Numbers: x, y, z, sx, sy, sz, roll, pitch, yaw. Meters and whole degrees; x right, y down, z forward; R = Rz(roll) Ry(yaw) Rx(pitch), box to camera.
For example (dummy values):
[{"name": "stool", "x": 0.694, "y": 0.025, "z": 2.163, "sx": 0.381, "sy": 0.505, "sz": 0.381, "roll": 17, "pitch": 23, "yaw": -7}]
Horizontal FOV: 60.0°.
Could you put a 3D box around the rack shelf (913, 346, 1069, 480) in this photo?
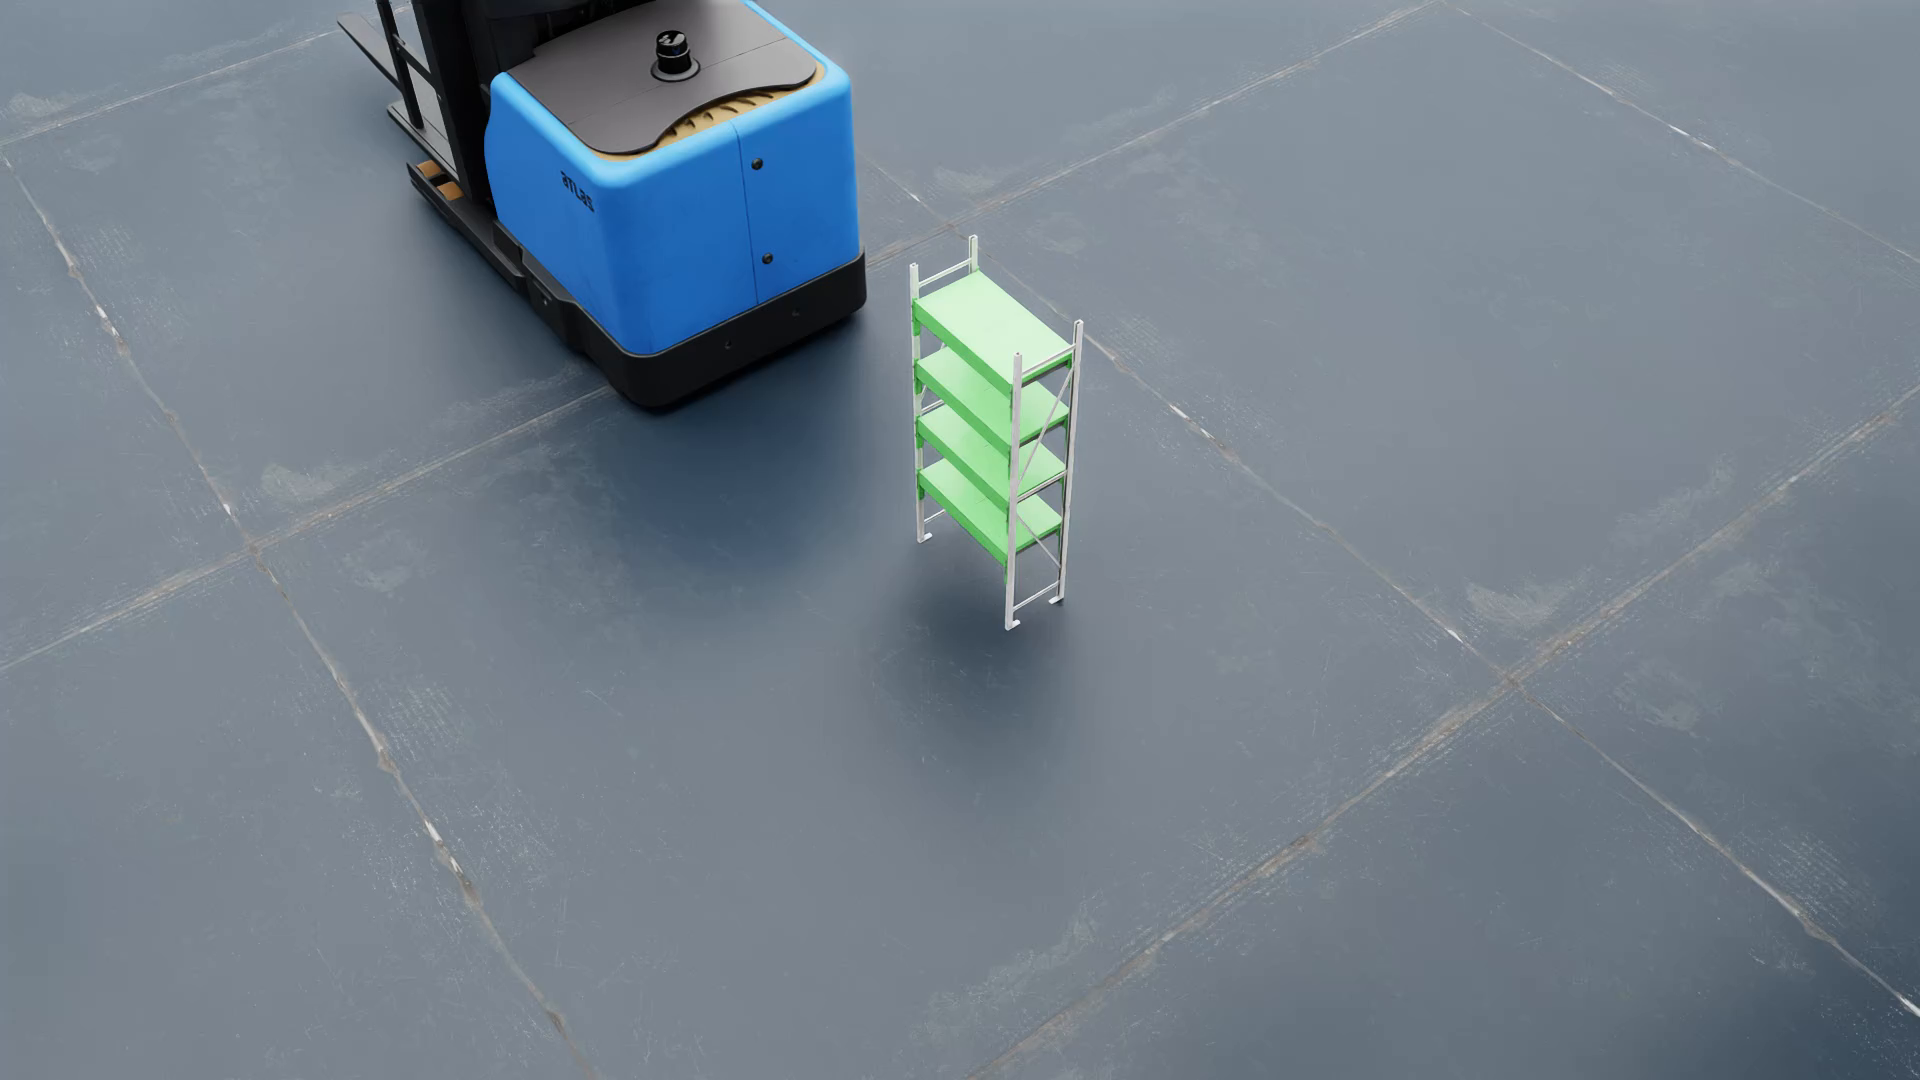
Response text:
[{"name": "rack shelf", "x": 0.100, "y": -0.424, "z": 5.087, "sx": 0.258, "sy": 0.148, "sz": 0.480, "roll": -29, "pitch": 54, "yaw": -24}]

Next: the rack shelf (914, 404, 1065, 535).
[{"name": "rack shelf", "x": 0.100, "y": -0.262, "z": 5.264, "sx": 0.258, "sy": 0.148, "sz": 0.480, "roll": -29, "pitch": 54, "yaw": -24}]

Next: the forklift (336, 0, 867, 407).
[{"name": "forklift", "x": -1.668, "y": -2.515, "z": 6.052, "sx": 1.130, "sy": 2.935, "sz": 3.031, "roll": -30, "pitch": 54, "yaw": -24}]

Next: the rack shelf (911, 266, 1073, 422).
[{"name": "rack shelf", "x": 0.100, "y": -0.585, "z": 4.909, "sx": 0.258, "sy": 0.148, "sz": 0.480, "roll": -29, "pitch": 54, "yaw": -24}]

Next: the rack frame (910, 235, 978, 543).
[{"name": "rack frame", "x": -0.048, "y": -0.449, "z": 5.347, "sx": 0.240, "sy": 1.200, "sz": 0.015, "roll": -29, "pitch": 54, "yaw": -24}]

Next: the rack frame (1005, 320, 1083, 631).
[{"name": "rack frame", "x": 0.248, "y": -0.162, "z": 5.087, "sx": 0.240, "sy": 1.200, "sz": 0.015, "roll": -29, "pitch": 54, "yaw": -24}]

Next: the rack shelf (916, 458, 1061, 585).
[{"name": "rack shelf", "x": 0.100, "y": -0.101, "z": 5.442, "sx": 0.258, "sy": 0.148, "sz": 0.480, "roll": -29, "pitch": 54, "yaw": -24}]

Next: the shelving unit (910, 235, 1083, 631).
[{"name": "shelving unit", "x": 0.100, "y": -0.305, "z": 5.217, "sx": 0.258, "sy": 1.200, "sz": 0.503, "roll": -29, "pitch": 54, "yaw": -24}]
